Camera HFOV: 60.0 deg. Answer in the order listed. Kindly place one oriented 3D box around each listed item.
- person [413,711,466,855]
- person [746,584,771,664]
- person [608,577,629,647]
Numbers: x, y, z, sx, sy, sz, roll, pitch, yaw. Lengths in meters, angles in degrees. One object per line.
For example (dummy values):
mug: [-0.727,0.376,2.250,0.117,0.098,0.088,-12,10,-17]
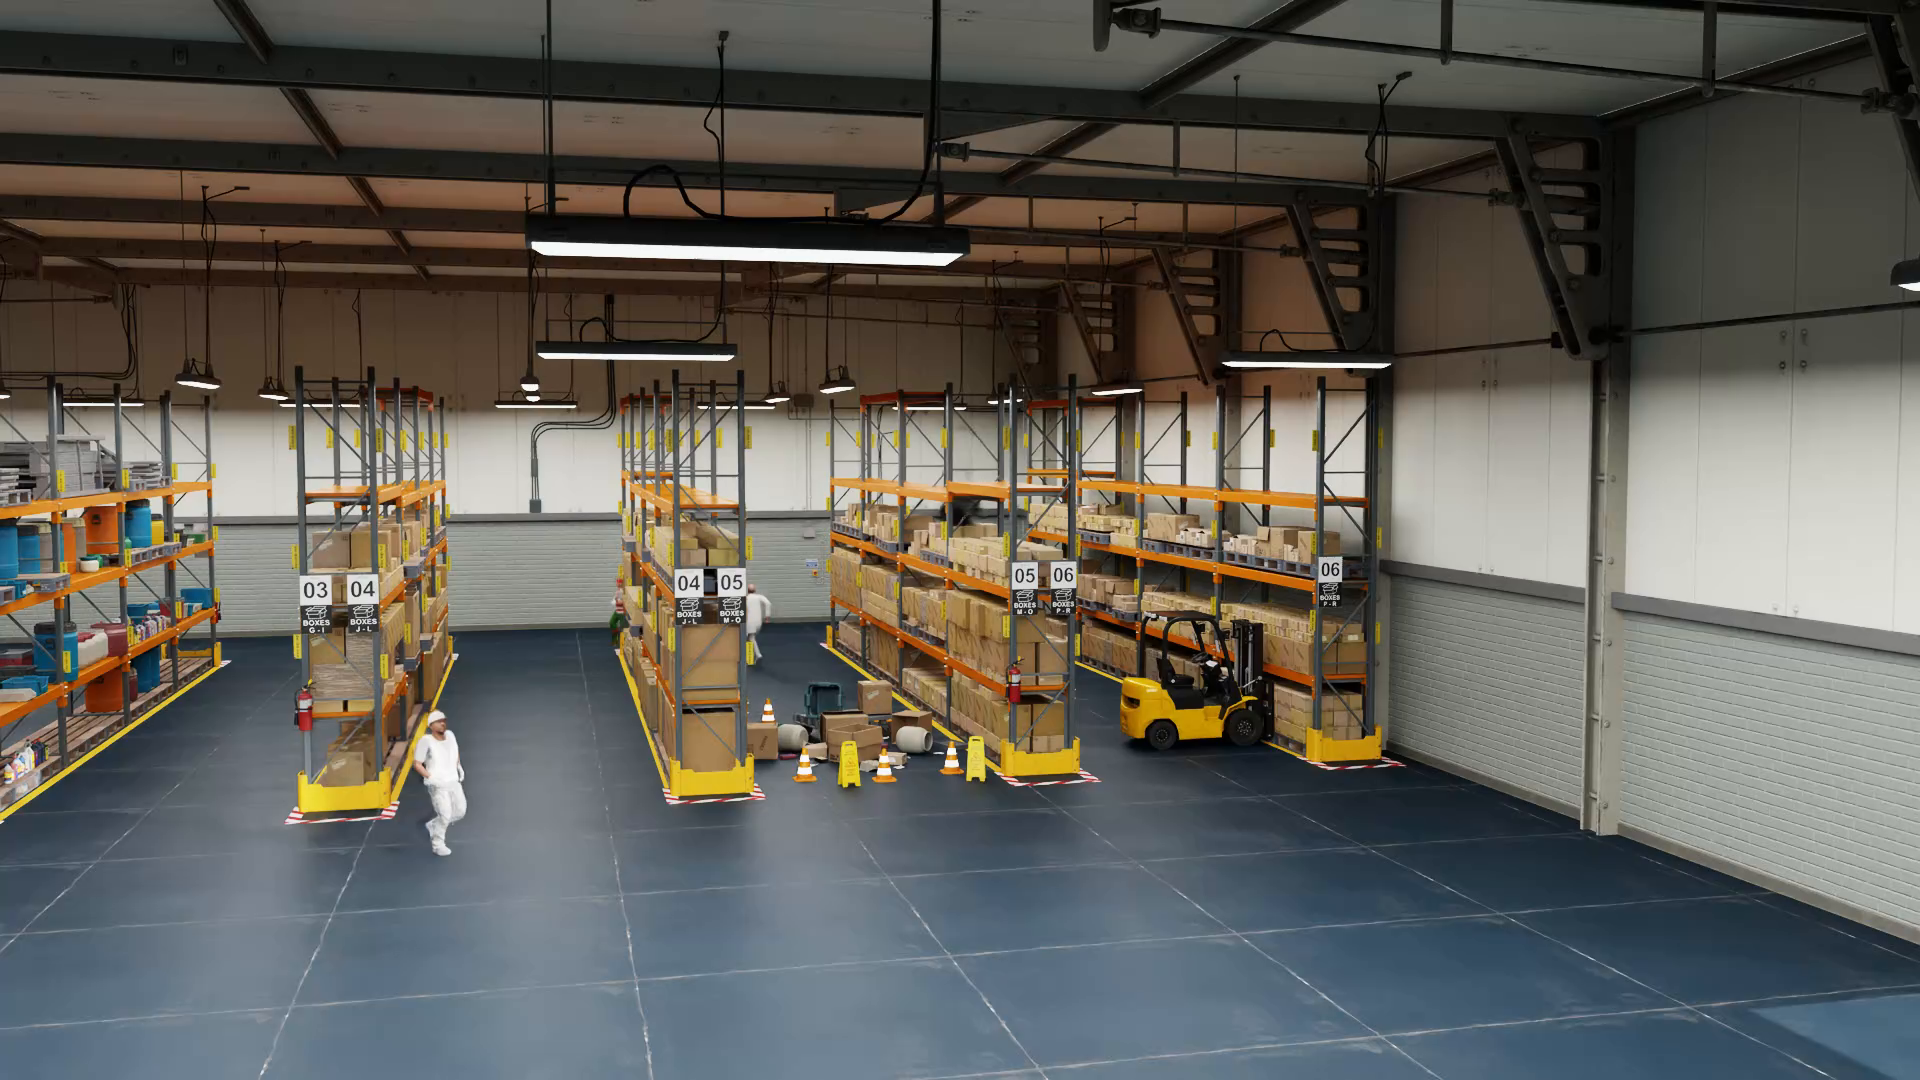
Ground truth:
person: [-6.293,2.933,20.152,0.547,1.742,0.683,2,4,31]
person: [-4.601,1.909,37.077,0.738,1.826,1.024,-2,4,-24]
person: [-8.151,1.747,40.293,0.731,1.766,0.727,-1,4,-15]
